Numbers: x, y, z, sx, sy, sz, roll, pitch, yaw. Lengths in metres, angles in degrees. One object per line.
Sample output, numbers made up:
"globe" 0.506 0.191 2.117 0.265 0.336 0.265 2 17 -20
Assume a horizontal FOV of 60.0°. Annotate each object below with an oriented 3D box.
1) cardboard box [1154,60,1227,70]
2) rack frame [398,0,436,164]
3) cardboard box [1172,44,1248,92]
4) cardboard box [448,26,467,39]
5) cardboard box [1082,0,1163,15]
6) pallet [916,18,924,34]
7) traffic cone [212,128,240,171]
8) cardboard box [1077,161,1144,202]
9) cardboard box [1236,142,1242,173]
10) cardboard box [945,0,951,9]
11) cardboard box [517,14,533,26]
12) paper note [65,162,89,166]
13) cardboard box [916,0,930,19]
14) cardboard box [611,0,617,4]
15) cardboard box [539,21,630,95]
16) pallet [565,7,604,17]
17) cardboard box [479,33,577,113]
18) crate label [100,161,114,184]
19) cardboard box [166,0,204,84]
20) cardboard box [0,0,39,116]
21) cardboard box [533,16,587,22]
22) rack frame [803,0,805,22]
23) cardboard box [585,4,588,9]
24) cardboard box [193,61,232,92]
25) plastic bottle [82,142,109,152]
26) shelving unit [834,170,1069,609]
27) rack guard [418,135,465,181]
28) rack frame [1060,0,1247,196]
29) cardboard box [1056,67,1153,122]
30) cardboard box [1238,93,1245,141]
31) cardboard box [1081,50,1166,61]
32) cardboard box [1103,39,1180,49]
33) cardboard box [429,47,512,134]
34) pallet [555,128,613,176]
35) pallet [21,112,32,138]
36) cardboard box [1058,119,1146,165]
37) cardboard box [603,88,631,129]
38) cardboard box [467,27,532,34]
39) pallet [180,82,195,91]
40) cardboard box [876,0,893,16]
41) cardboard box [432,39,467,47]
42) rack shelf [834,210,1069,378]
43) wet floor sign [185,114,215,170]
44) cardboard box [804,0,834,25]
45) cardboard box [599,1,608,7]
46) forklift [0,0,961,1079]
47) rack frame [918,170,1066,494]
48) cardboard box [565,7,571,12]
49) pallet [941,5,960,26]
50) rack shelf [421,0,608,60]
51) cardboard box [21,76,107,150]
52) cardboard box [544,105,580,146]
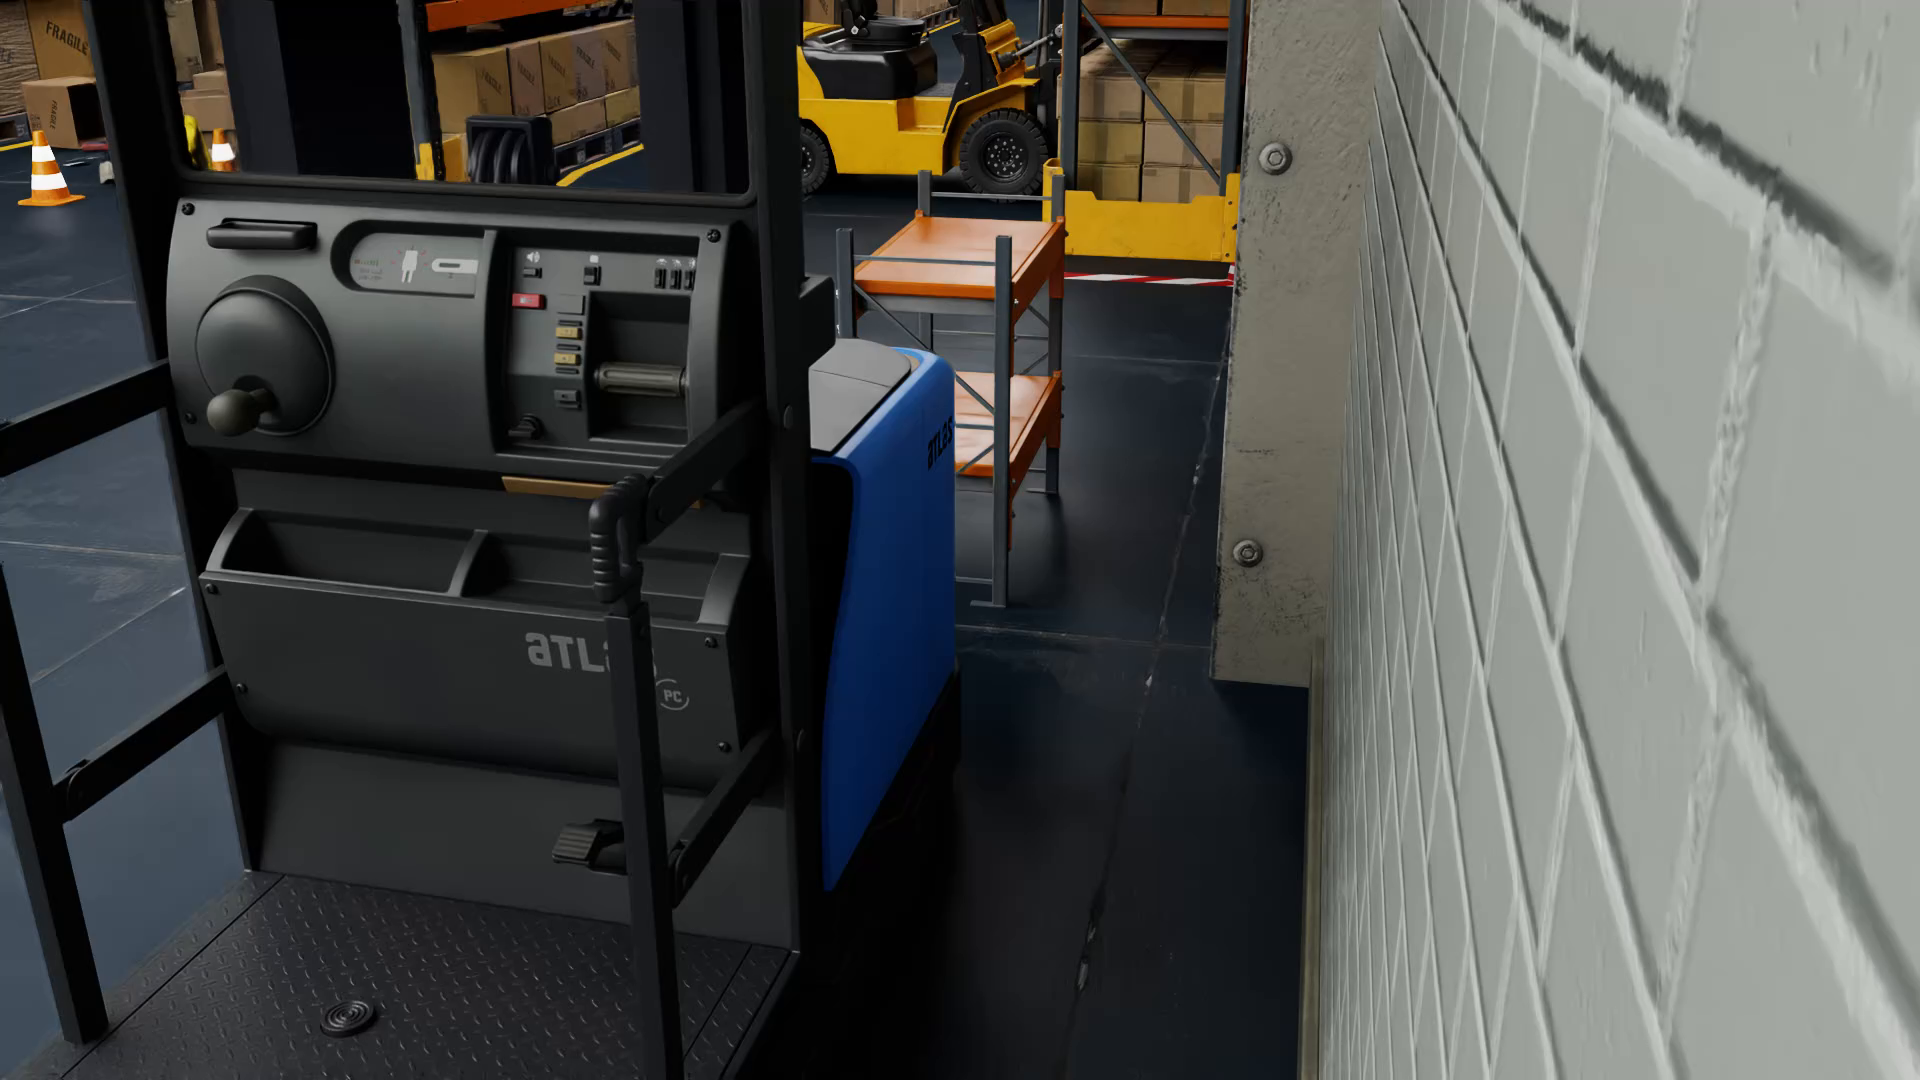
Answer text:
"cardboard box" 1.460 -2.807 10.267 0.500 0.250 0.500 4 22 11
"rack frame" -3.782 -3.456 10.100 1.000 3.000 0.127 4 22 11
"cardboard box" 1.684 -3.176 11.183 0.500 0.250 0.500 4 22 10
"cardboard box" -3.755 -3.664 11.863 0.380 0.149 0.250 5 23 13
"cardboard box" 0.921 -3.326 9.641 0.500 0.500 0.500 4 22 10
"pallet" -1.102 -6.824 22.193 1.003 0.211 1.213 4 22 11
"traffic cone" -4.957 -2.535 11.208 0.336 0.463 0.334 4 22 11
"cardboard box" 0.865 -2.194 10.085 0.500 0.250 0.500 5 22 11
"cardboard box" 1.499 -2.346 10.461 0.500 0.250 0.500 5 22 11
"cardboard box" -0.554 -8.065 24.411 0.875 0.438 0.875 4 22 9
"cardboard box" -3.538 -4.063 12.852 0.380 0.149 0.250 5 23 13
"paper note" -6.675 -2.847 12.564 0.144 0.017 0.142 13 25 29
"cardboard box" -0.918 -7.400 22.760 0.875 0.438 0.875 4 22 9
"cardboard box" -5.378 -8.120 24.934 0.380 0.149 0.250 4 22 11
"cardboard box" -2.926 -3.763 12.977 0.500 0.500 0.500 5 22 12
"pallet" -5.851 -7.588 24.090 1.003 0.211 1.213 4 22 11
"cardboard box" -3.130 -3.380 12.026 0.500 0.500 0.500 5 22 12
"crate label" -6.013 -2.636 11.896 0.250 0.136 0.298 -7 23 -17
"cardboard box" -7.794 -4.645 15.500 1.050 0.750 0.750 4 22 11
"cardboard box" -8.209 -3.914 13.518 0.875 0.875 0.875 5 22 11
"cardboard box" -3.350 -3.991 13.542 0.500 0.500 0.500 6 23 13
"rack frame" -2.150 -6.382 17.364 1.000 3.000 0.127 4 22 11
"cardboard box" -5.607 -7.746 24.004 0.380 0.149 0.250 5 22 12
"cardboard box" -5.719 -3.539 13.466 0.797 0.637 0.503 4 22 11
"plastic bottle" -6.806 -3.129 13.222 0.283 0.061 0.133 -3 22 -8
"shelving unit" 0.001 -0.524 5.329 0.538 1.125 1.048 4 22 11
"rack guard" -3.766 -2.324 10.636 1.175 0.500 0.348 4 22 11
"rack frame" 1.078 -3.079 9.163 1.000 3.000 0.127 4 22 11
"cardboard box" 0.867 -2.655 9.889 0.500 0.250 0.500 5 23 13
"cardboard box" 1.586 -2.758 10.816 0.500 0.250 0.500 5 22 12
"cardboard box" 1.058 -3.027 10.814 0.500 0.250 0.500 5 22 12
"cardboard box" 1.284 -3.403 11.748 0.500 0.250 0.500 5 23 13
"cardboard box" -3.342 -3.006 11.097 0.500 0.500 0.500 4 22 9
"pallet" -3.315 -2.930 12.525 1.003 0.211 1.213 4 22 11
"pallet" -8.064 -3.694 14.422 1.003 0.211 1.213 4 22 11
"cardboard box" 0.871 -2.432 10.006 0.500 0.250 0.500 4 22 10
"cardboard box" -2.922 -3.406 13.094 0.500 0.250 0.500 4 22 9
"cardboard box" -3.556 -3.605 12.583 0.500 0.500 0.500 6 23 14
"pallet" -7.749 -4.254 15.813 1.003 0.211 1.213 4 22 11
"cardboard box" -1.382 -6.821 20.737 0.875 0.875 0.875 5 23 13
"cardboard box" -3.771 -3.227 11.646 0.500 0.500 0.500 5 23 13
"rack shelf" 0.001 -0.796 5.220 0.538 0.278 1.000 4 22 11
"wet floor sign" -4.868 -2.376 10.569 0.267 0.644 0.232 13 25 29
"cardboard box" -1.927 -5.837 18.294 0.875 0.875 0.875 4 22 10
"cardboard box" -5.407 -7.931 24.464 0.380 0.149 0.250 3 22 9
"forklift" -0.841 -0.299 2.351 1.130 2.935 3.031 5 23 13
"rack frame" 0.105 -0.710 5.791 0.500 1.125 0.032 4 22 11
"cardboard box" -5.733 -7.556 23.534 0.380 0.149 0.250 4 22 9
"pallet" -0.604 -7.716 24.409 1.003 0.211 1.213 4 22 11
"rack shelf" -3.374 -3.854 12.050 1.077 0.370 4.000 4 22 11
"cardboard box" -7.144 -3.455 13.440 0.500 0.500 0.500 8 23 20
"cardboard box" -3.136 -3.036 12.175 0.500 0.250 0.500 6 23 15
